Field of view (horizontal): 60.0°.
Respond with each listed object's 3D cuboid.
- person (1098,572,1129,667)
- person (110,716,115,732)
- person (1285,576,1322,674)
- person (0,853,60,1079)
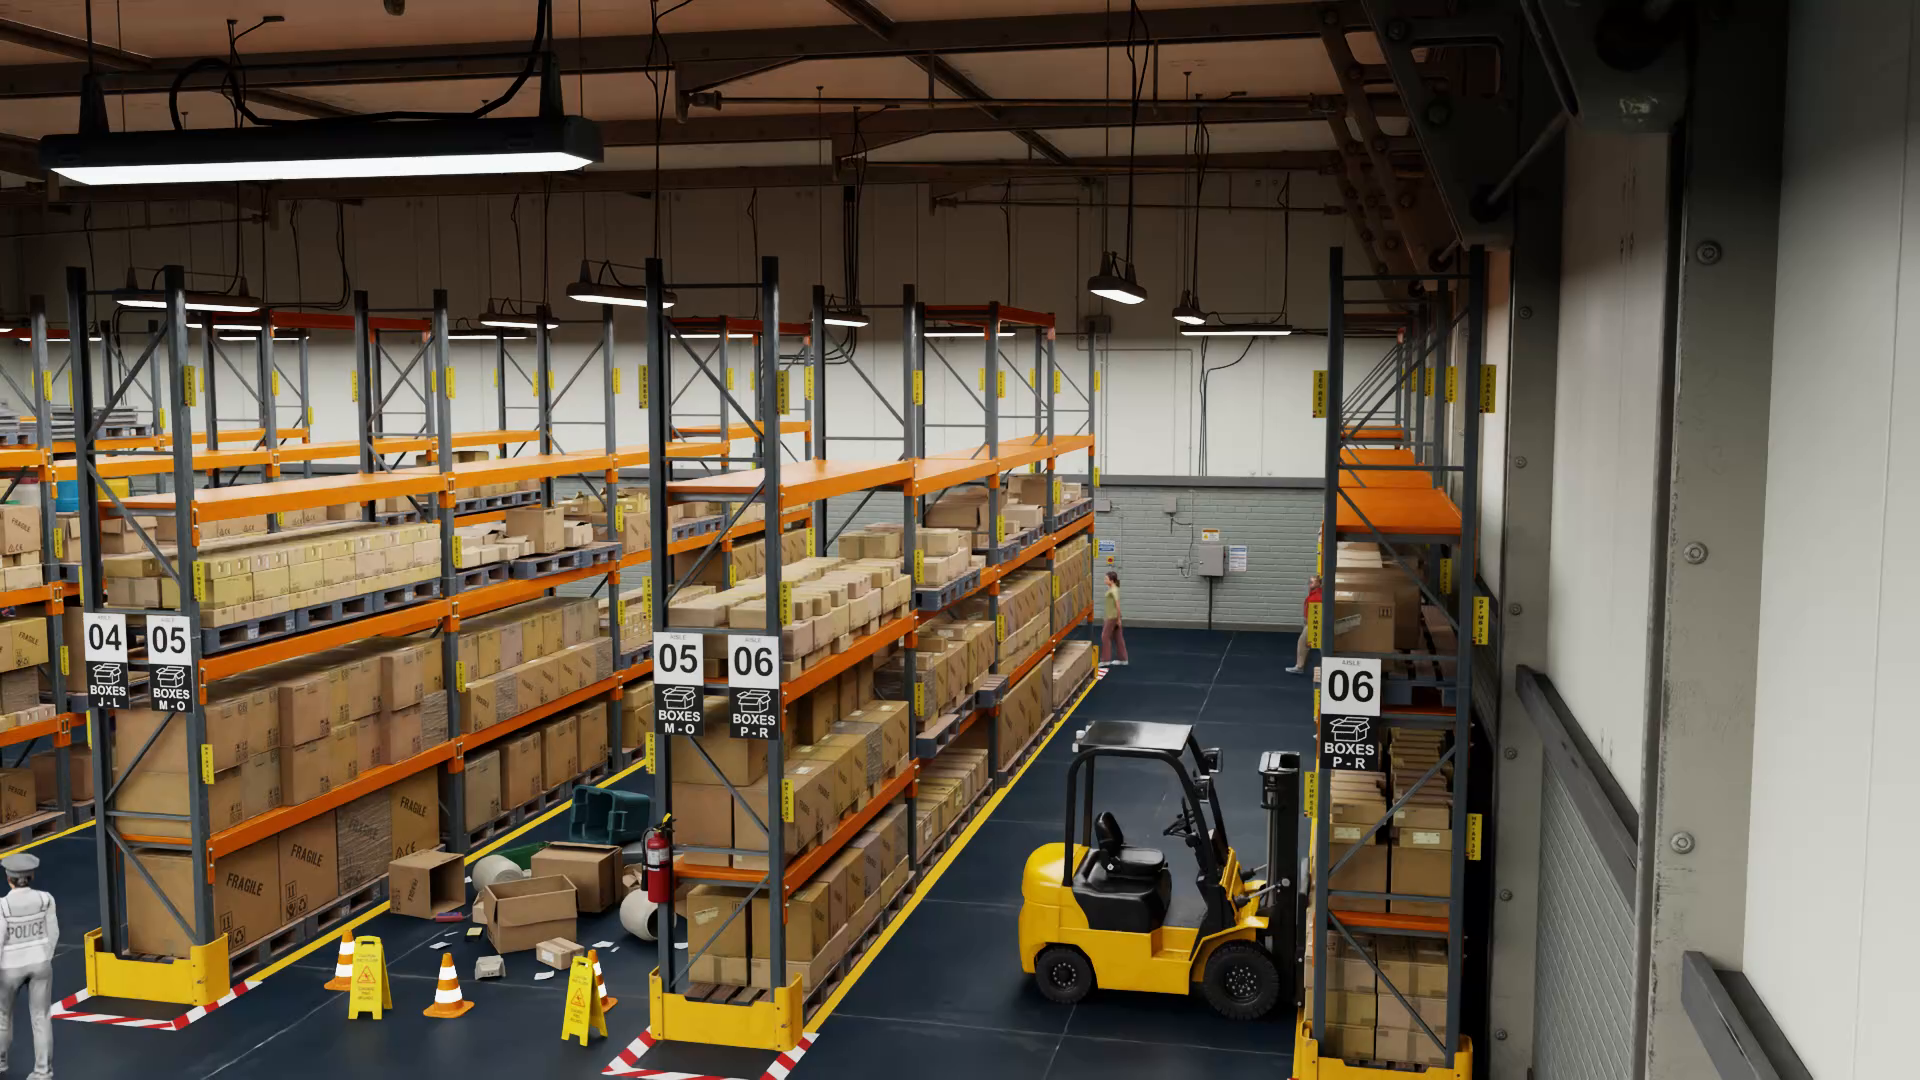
[{"bbox_3d":[2.662,1.395,29.194,0.612,1.696,0.459,1,6,12],"label":"person"},{"bbox_3d":[-11.304,2.121,22.051,0.551,1.631,0.428,1,6,9],"label":"person"},{"bbox_3d":[6.093,1.447,28.398,1.019,1.682,0.509,2,6,15],"label":"person"},{"bbox_3d":[-6.838,3.115,12.116,0.518,1.656,0.791,-5,8,-41],"label":"person"}]
